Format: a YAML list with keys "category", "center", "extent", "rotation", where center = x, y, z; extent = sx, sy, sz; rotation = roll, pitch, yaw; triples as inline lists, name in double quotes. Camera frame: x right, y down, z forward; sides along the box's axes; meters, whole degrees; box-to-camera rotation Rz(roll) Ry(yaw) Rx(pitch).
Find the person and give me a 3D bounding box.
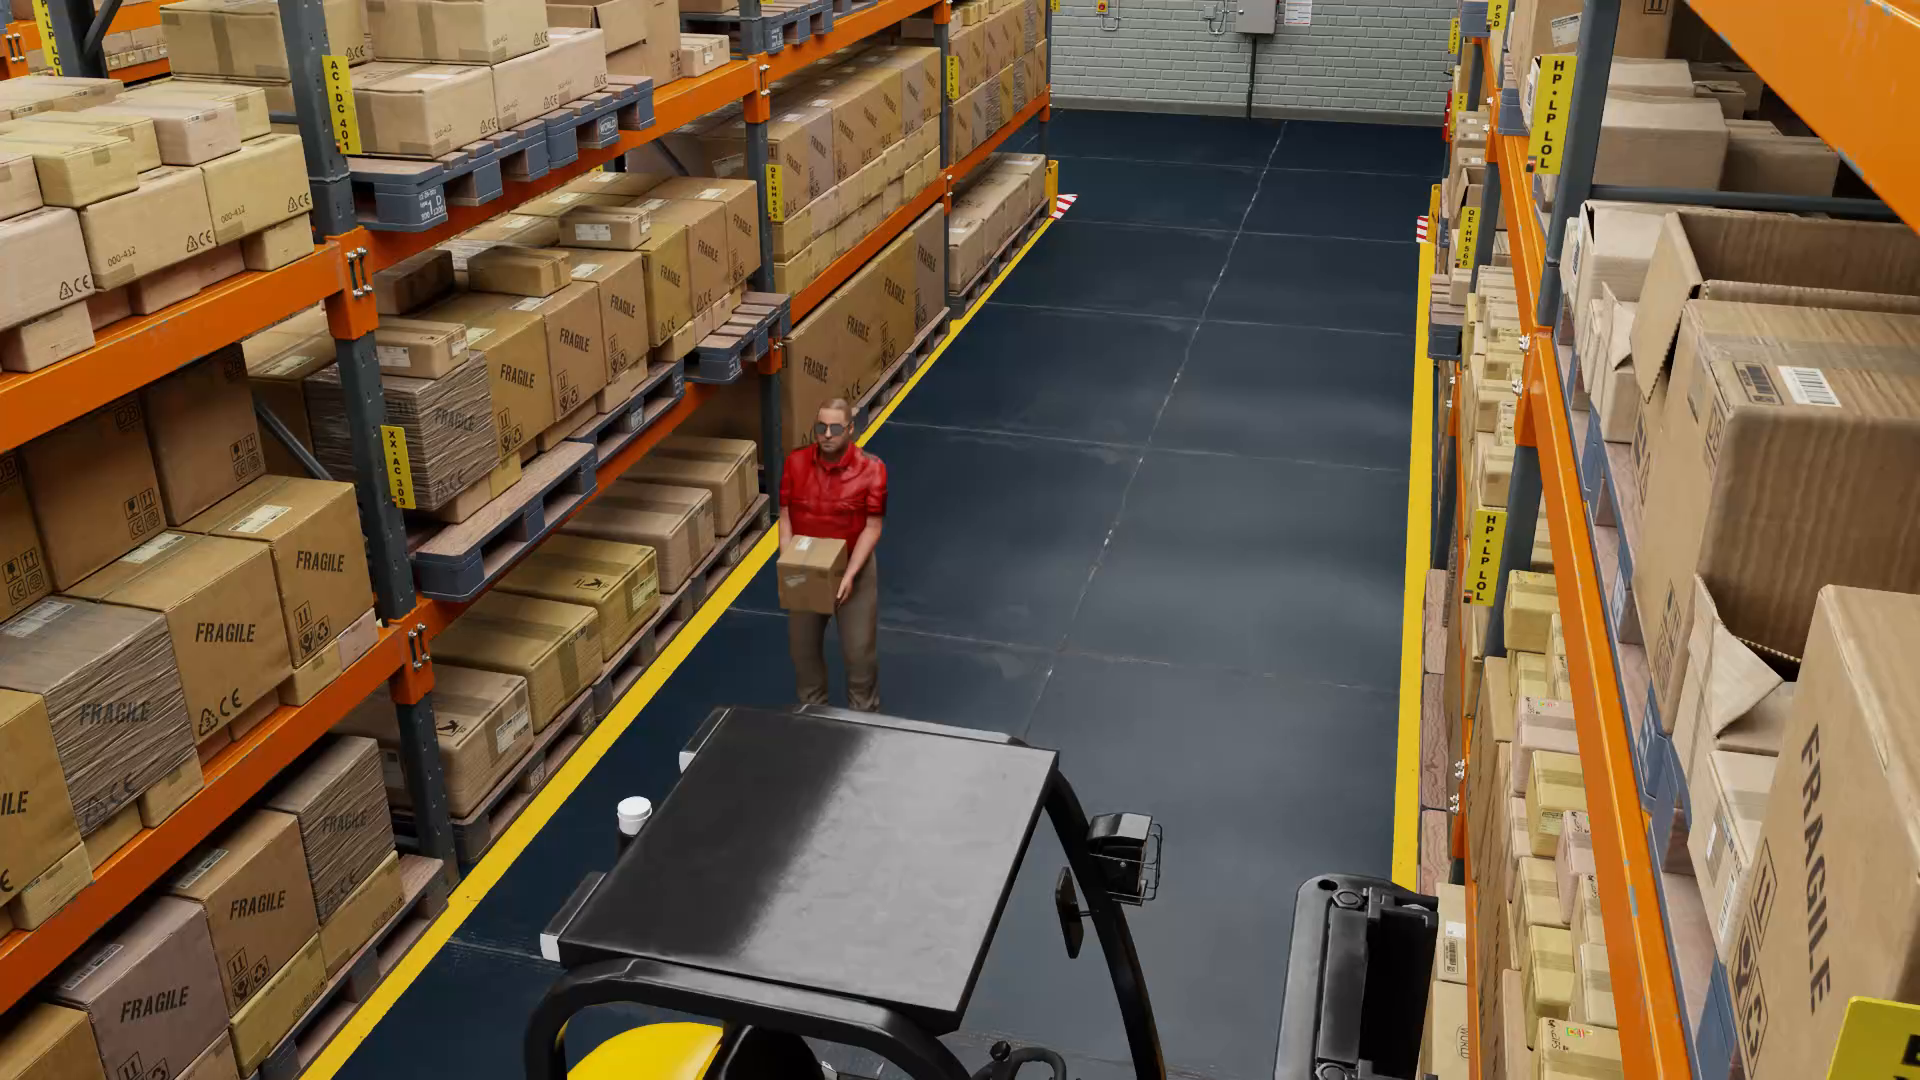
- category: "person"
  center: [-0.605, 0.200, 7.700]
  extent: [0.514, 1.725, 0.530]
  rotation: [6, 26, 13]
